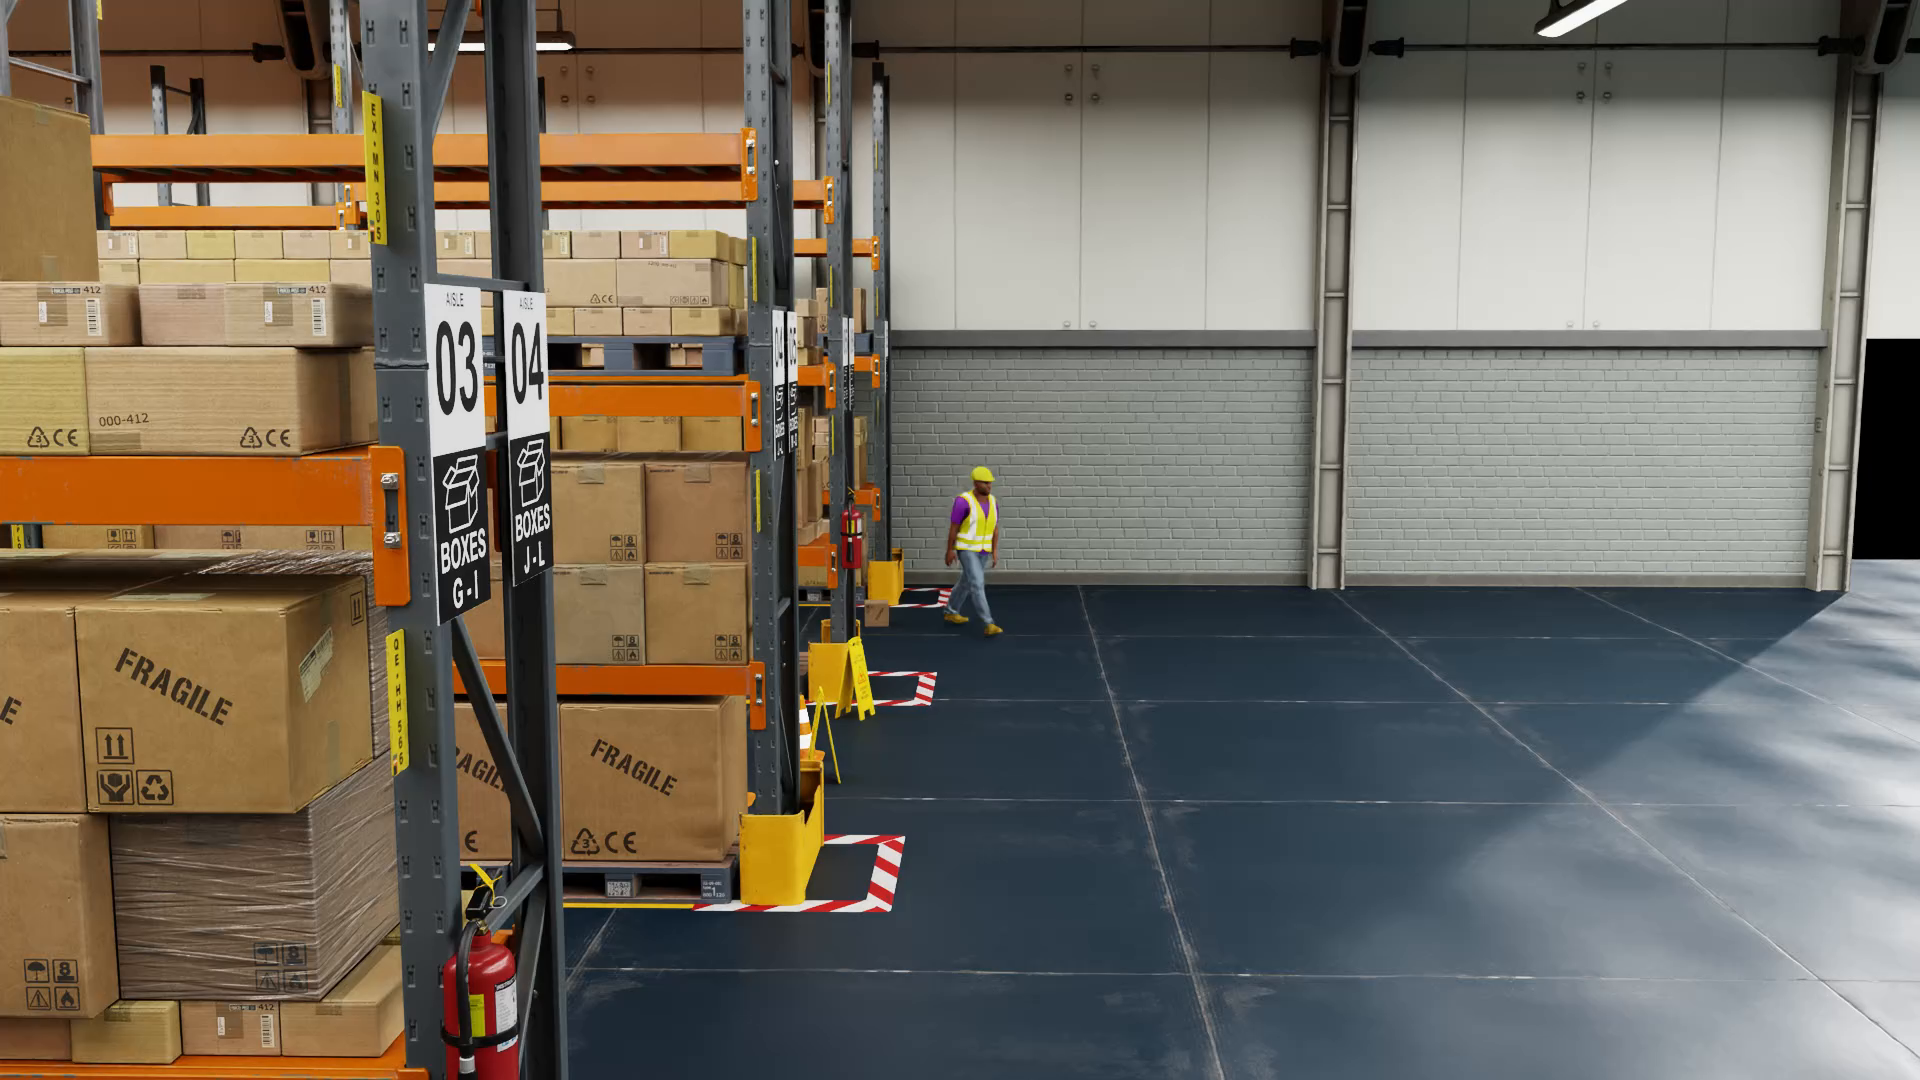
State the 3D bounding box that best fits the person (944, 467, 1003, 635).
[{"bbox_3d":[0.177,0.090,17.069,0.480,1.693,1.084,-7,10,-43],"label":"person"}]
